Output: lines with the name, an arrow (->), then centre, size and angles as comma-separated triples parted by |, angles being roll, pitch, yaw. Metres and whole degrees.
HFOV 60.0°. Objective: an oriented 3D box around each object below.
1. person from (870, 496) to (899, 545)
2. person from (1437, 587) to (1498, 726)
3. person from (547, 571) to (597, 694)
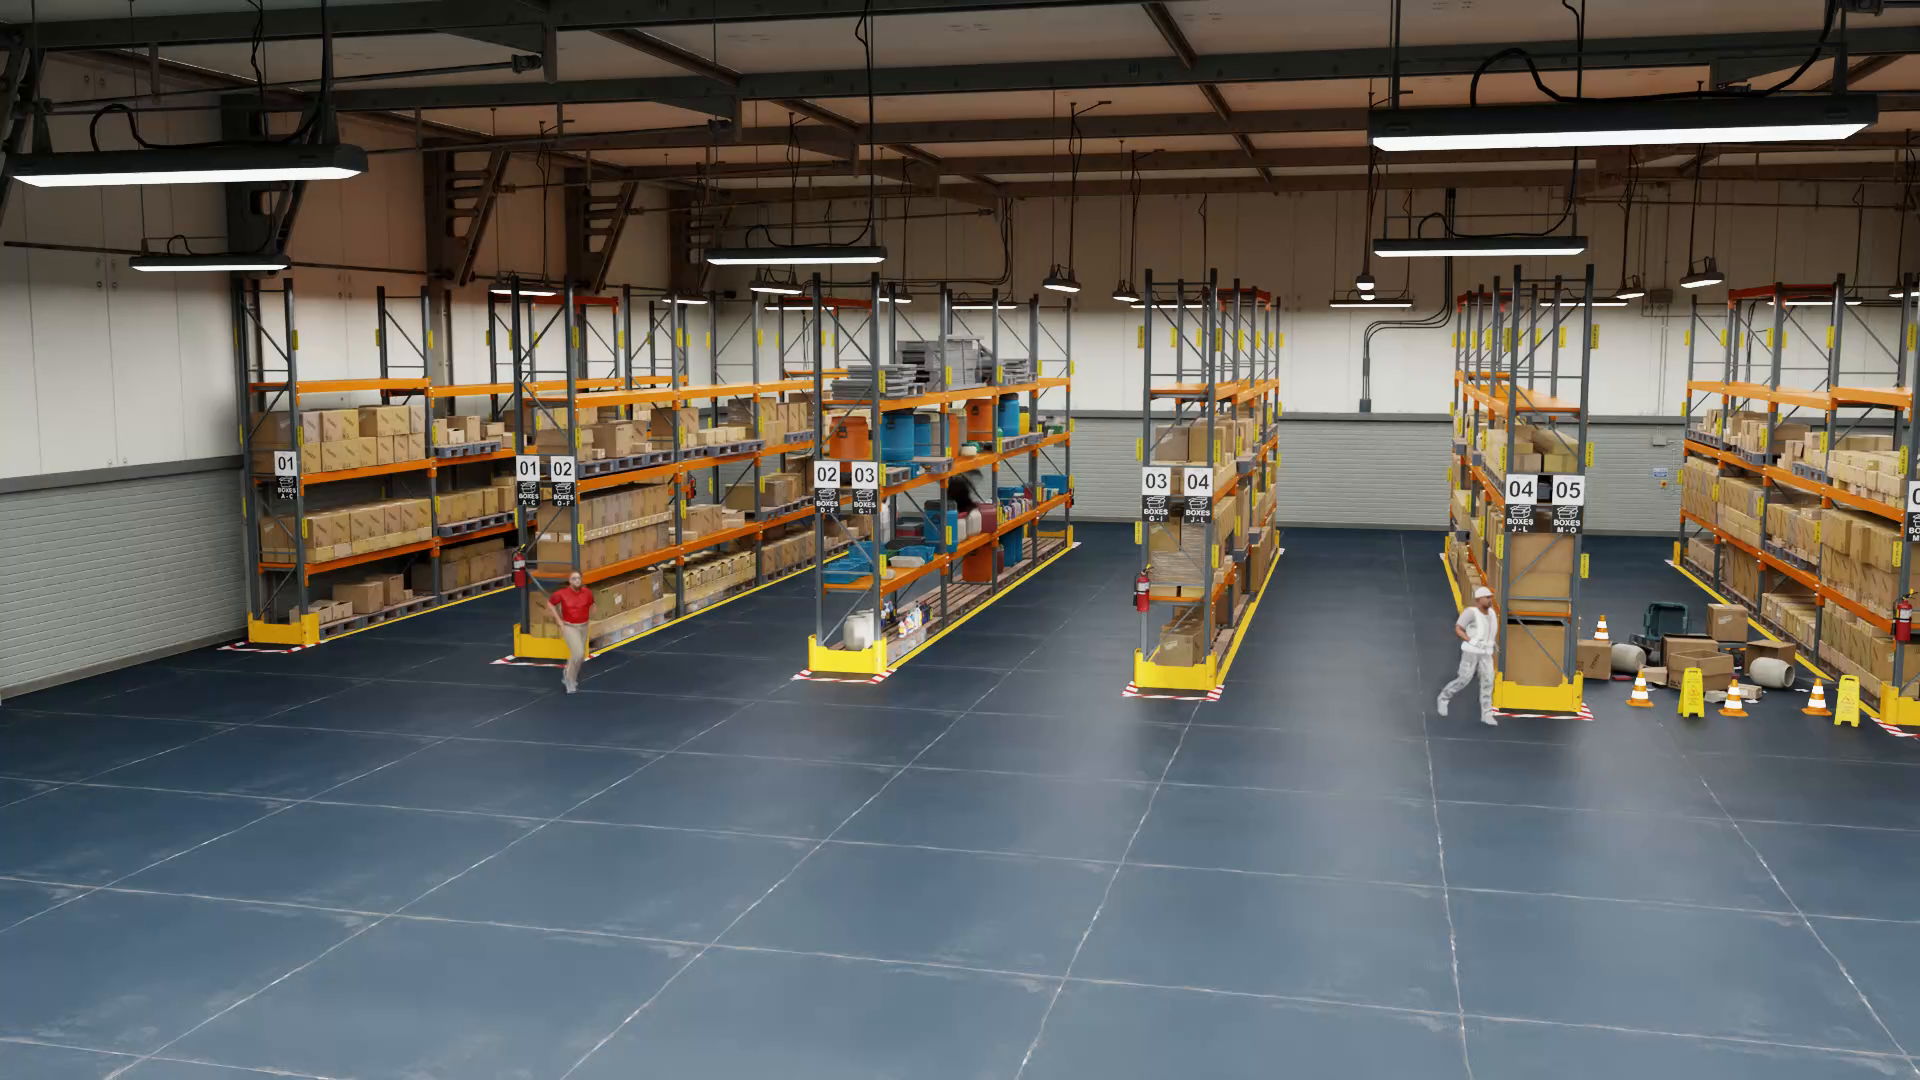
person -> -1.687, -0.307, 37.213 | 0.650, 1.733, 0.652 | 1, 7, 6
person -> 6.828, 1.492, 21.873 | 0.724, 1.753, 0.987 | -3, 8, -26
person -> -5.468, 1.331, 23.775 | 0.737, 1.783, 0.626 | 7, 9, 43
